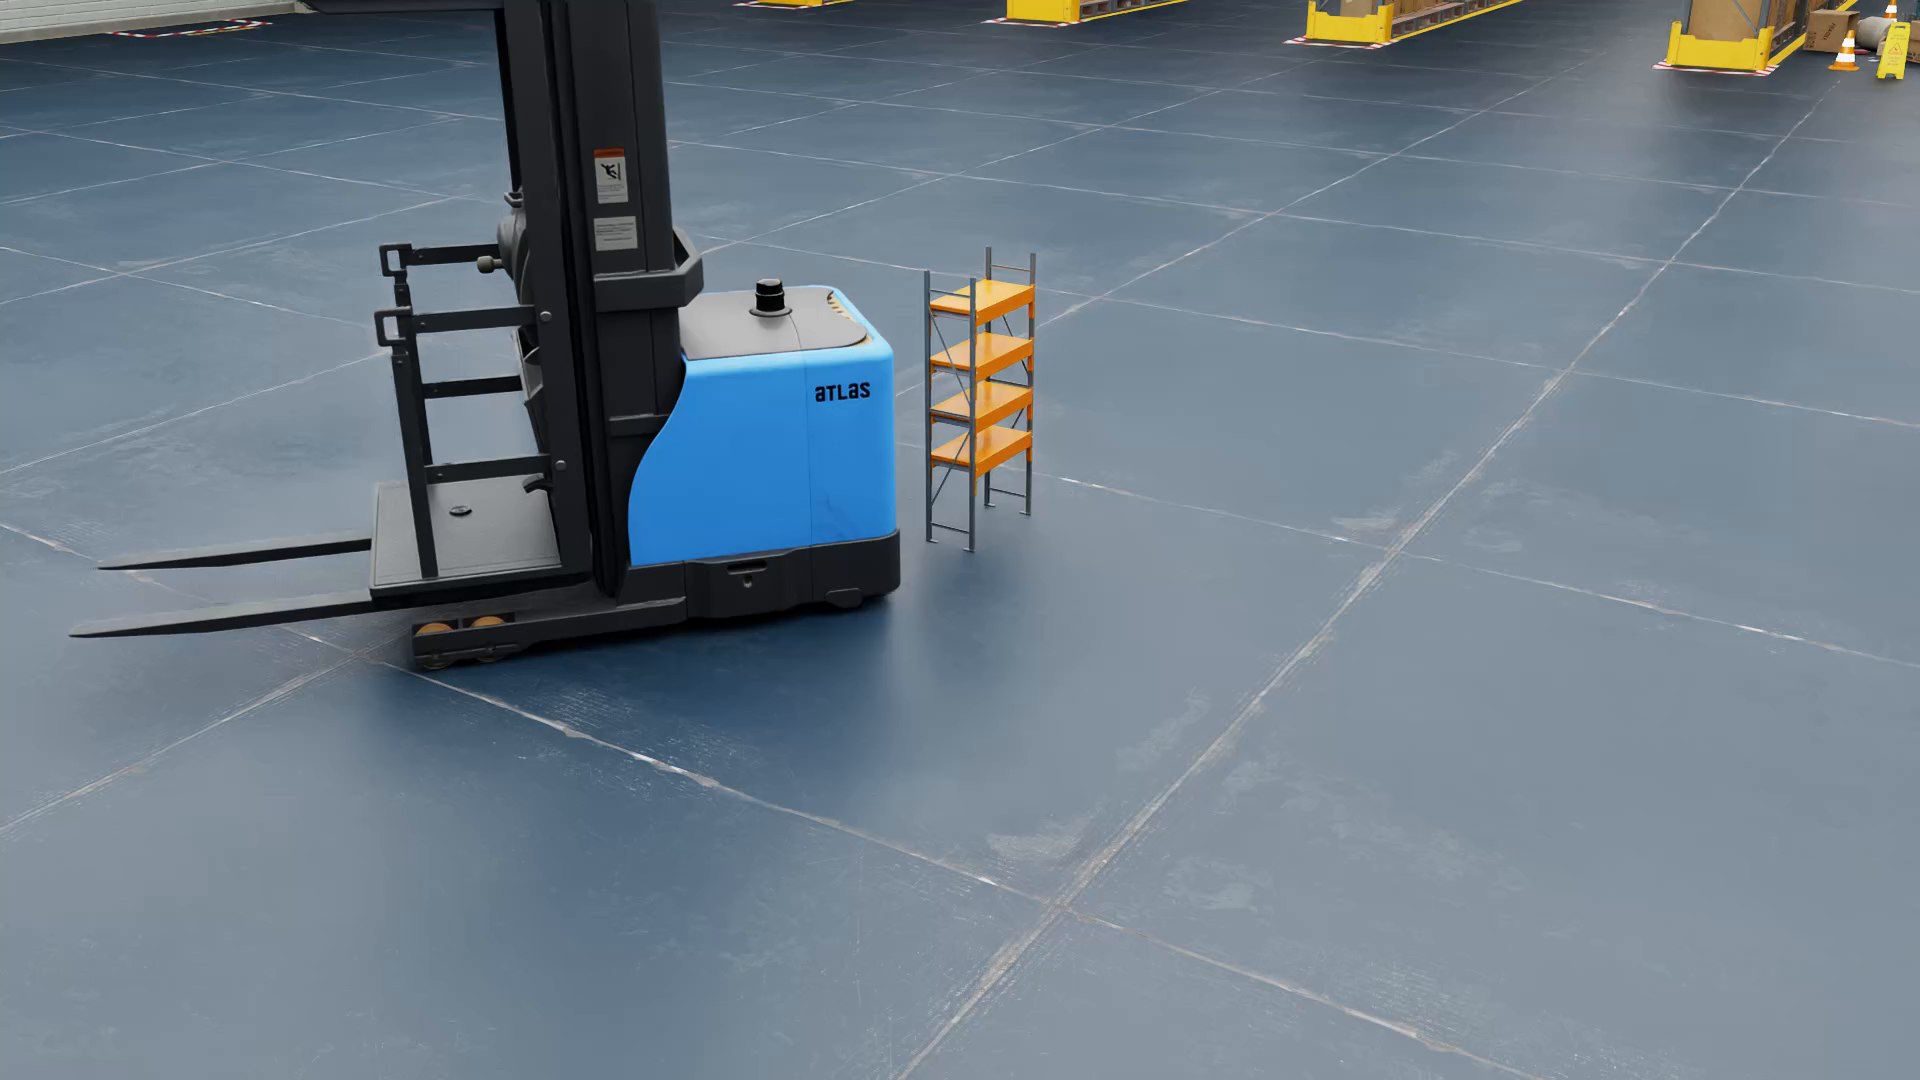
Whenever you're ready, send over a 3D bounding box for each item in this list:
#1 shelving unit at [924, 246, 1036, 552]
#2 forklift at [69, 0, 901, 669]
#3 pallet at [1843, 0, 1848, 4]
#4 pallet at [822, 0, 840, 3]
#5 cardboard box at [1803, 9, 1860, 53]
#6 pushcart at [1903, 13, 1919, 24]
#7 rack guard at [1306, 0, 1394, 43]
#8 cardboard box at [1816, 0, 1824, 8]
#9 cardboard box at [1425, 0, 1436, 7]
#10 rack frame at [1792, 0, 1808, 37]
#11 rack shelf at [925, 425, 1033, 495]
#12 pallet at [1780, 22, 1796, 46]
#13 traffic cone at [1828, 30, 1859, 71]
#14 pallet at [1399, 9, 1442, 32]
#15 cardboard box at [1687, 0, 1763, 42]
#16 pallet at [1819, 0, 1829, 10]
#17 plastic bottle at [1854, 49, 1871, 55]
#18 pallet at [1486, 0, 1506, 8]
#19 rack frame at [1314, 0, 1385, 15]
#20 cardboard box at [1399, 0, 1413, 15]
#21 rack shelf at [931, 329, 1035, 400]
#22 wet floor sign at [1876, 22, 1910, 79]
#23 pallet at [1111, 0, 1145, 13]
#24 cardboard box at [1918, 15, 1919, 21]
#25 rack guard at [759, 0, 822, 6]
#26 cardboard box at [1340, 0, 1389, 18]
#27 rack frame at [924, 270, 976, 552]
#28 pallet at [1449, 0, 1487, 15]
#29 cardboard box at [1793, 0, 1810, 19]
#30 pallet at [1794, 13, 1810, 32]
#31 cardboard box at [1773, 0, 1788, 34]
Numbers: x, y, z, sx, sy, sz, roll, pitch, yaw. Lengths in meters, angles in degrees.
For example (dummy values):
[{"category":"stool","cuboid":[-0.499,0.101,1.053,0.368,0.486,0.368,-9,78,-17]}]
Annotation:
[{"category":"shelving unit","cuboid":[0.087,-0.606,7.141,0.258,1.200,0.503,14,27,29]},{"category":"forklift","cuboid":[-1.814,-1.102,6.106,3.031,2.935,1.130,-7,24,-15]},{"category":"pallet","cuboid":[14.951,-9.541,29.024,1.003,0.211,1.213,14,27,29]},{"category":"pallet","cuboid":[-2.533,-9.585,29.126,1.003,0.211,1.213,14,27,29]},{"category":"cardboard box","cuboid":[11.837,-6.912,22.585,0.500,0.500,0.500,20,30,38]},{"category":"pushcart","cuboid":[14.079,-7.052,23.064,1.648,0.377,0.936,5,24,11]},{"category":"rack guard","cuboid":[5.553,-7.399,23.713,1.175,0.500,0.348,14,27,29]},{"category":"cardboard box","cuboid":[13.038,-8.825,26.163,1.050,0.750,0.750,14,27,30]},{"category":"cardboard box","cuboid":[7.082,-8.595,25.946,0.500,0.500,0.500,-18,29,-36]},{"category":"rack frame","cuboid":[11.784,-8.797,23.796,1.000,3.000,0.127,14,27,29]},{"category":"rack shelf","cuboid":[0.087,-0.363,7.246,0.258,0.148,0.480,14,27,29]},{"category":"pallet","cuboid":[11.316,-7.277,23.795,1.003,0.211,1.213,14,27,29]},{"category":"traffic cone","cuboid":[11.160,-6.165,20.908,0.336,0.463,0.334,14,27,29]},{"category":"pallet","cuboid":[6.656,-7.944,25.334,1.003,0.211,1.213,14,27,29]},{"category":"cardboard box","cuboid":[9.975,-6.908,21.577,0.875,0.875,0.875,14,27,29]},{"category":"pallet","cuboid":[13.414,-8.617,26.890,1.003,0.211,1.213,14,27,29]},{"category":"plastic bottle","cuboid":[12.043,-6.543,22.287,0.283,0.061,0.133,5,24,11]},{"category":"pallet","cuboid":[8.675,-9.268,28.392,1.003,0.211,1.213,14,27,29]},{"category":"rack frame","cuboid":[5.513,-8.521,23.157,1.000,3.000,0.127,14,27,29]},{"category":"cardboard box","cuboid":[6.489,-8.190,25.011,0.500,0.500,0.500,17,29,34]},{"category":"rack shelf","cuboid":[0.087,-0.750,7.079,0.258,0.148,0.480,14,27,29]},{"category":"wet floor sign","cuboid":[11.341,-5.942,20.164,0.267,0.644,0.232,9,25,20]},{"category":"pallet","cuboid":[2.383,-8.998,27.769,1.003,0.211,1.213,14,27,29]},{"category":"cardboard box","cuboid":[13.194,-6.801,22.157,0.797,0.637,0.503,14,27,29]},{"category":"rack guard","cuboid":[-2.913,-9.443,28.433,1.175,0.500,0.348,14,27,29]},{"category":"cardboard box","cuboid":[5.857,-7.774,24.049,0.500,0.500,0.500,20,30,38]},{"category":"rack frame","cuboid":[-0.041,-0.524,6.950,0.240,1.200,0.015,14,27,29]},{"category":"pallet","cuboid":[8.033,-8.854,27.437,1.003,0.211,1.213,14,27,29]},{"category":"cardboard box","cuboid":[12.035,-8.186,24.687,1.050,0.750,0.750,14,27,29]},{"category":"pallet","cuboid":[12.127,-7.794,24.988,1.003,0.211,1.213,14,27,29]},{"category":"cardboard box","cuboid":[10.920,-7.512,22.973,0.875,0.875,0.875,14,27,29]}]
